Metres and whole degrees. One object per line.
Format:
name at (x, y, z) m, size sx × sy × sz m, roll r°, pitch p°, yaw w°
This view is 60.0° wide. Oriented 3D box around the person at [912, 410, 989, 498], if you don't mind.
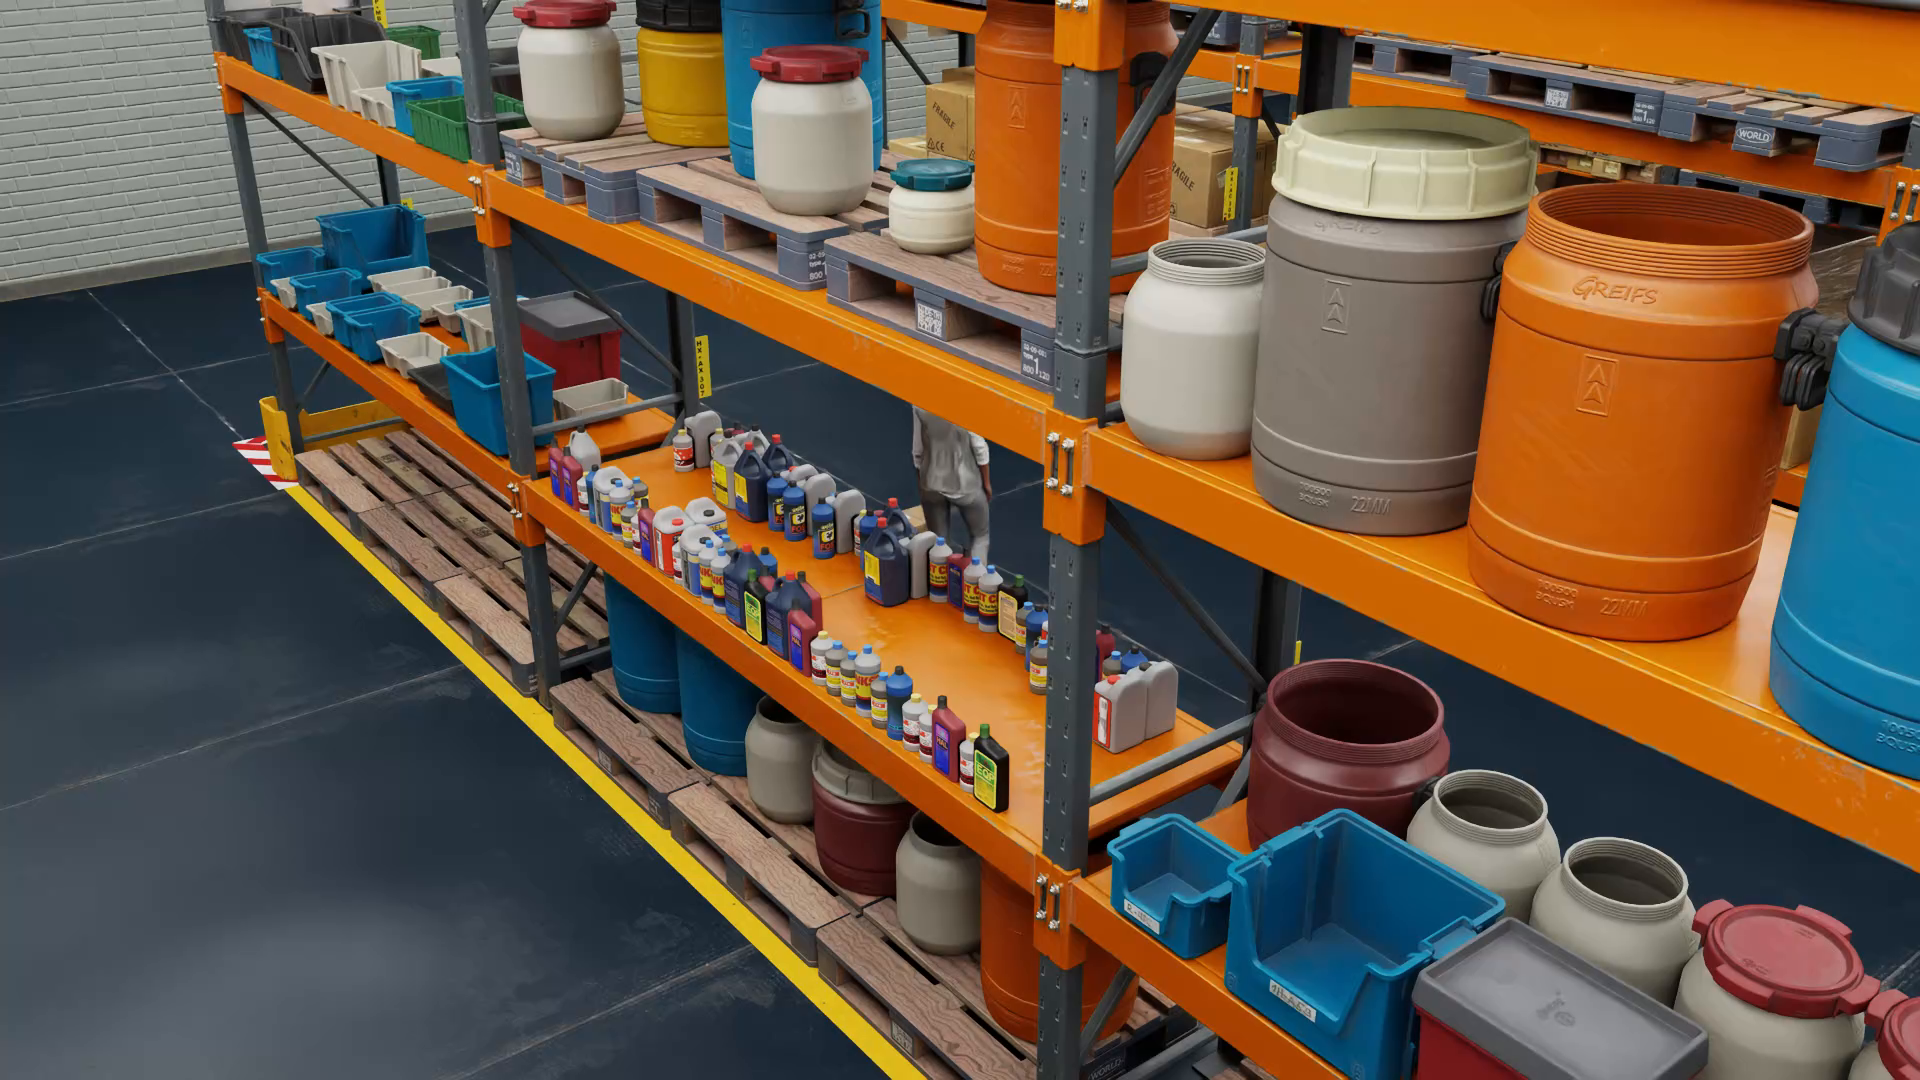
person at (-0.056, -0.544, 9.060) m, size 0.443 × 0.552 × 0.301 m, roll 6°, pitch 26°, yaw 12°
